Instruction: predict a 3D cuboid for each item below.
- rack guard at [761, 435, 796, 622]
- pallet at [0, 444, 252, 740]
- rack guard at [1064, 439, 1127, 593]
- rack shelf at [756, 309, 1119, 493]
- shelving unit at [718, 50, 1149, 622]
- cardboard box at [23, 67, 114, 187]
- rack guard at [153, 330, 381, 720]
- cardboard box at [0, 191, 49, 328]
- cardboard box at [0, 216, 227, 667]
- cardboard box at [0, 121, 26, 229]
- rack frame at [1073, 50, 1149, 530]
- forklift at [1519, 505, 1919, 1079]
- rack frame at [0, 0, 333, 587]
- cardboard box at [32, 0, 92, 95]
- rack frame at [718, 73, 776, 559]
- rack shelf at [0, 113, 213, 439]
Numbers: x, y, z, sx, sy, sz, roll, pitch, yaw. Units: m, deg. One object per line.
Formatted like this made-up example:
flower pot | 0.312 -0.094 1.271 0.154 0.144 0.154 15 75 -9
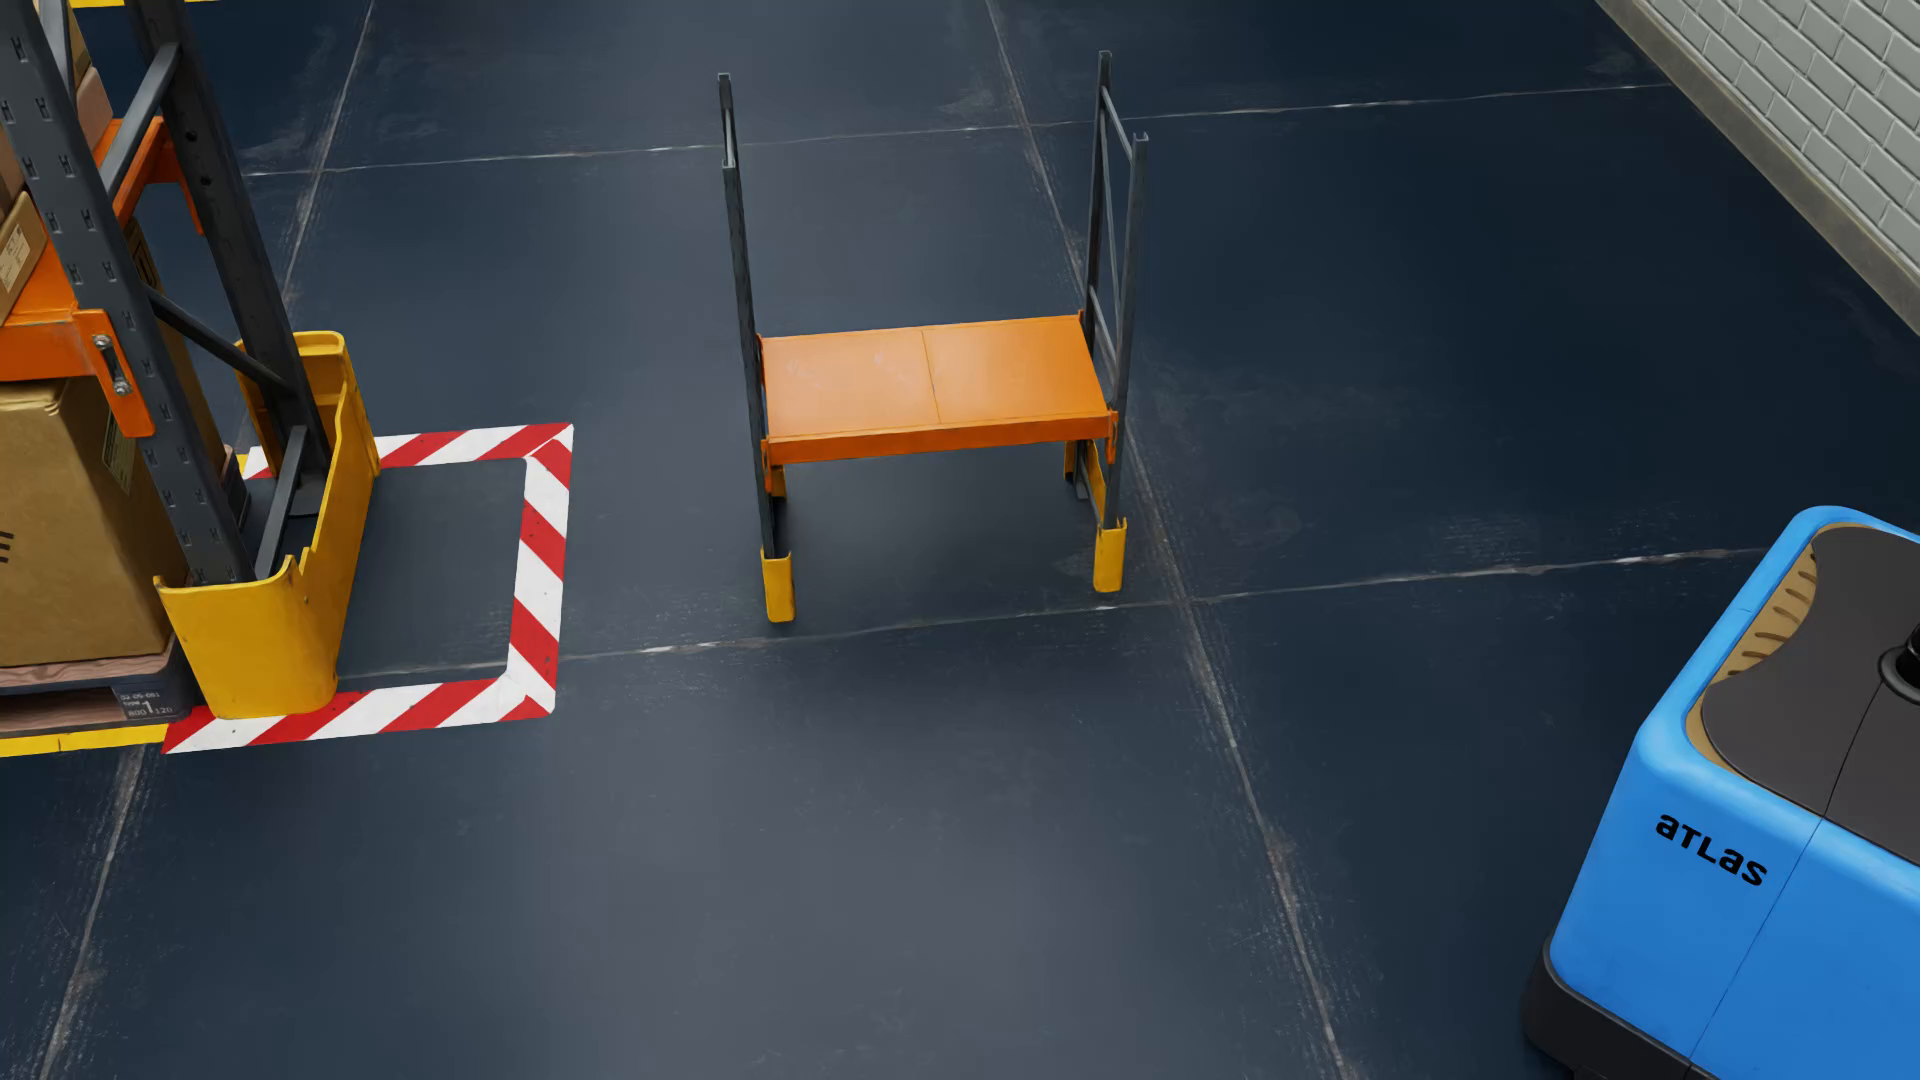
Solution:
rack guard | -0.569 -0.043 5.111 0.087 0.250 0.587 -5 42 -6
pallet | -2.834 0.155 4.921 1.213 0.211 1.003 -5 42 -6
rack guard | 0.418 -0.129 5.207 0.087 0.250 0.587 -5 42 -6
rack shelf | -0.085 -0.416 4.860 1.000 0.185 0.538 -5 42 -6
shelving unit | -0.076 -0.550 4.740 1.083 1.500 0.587 -5 42 -6
cardboard box | -2.446 -1.097 4.414 0.250 0.149 0.380 -5 42 -5
rack guard | -2.027 -0.076 4.961 0.348 0.500 1.175 -5 42 -6
cardboard box | -2.362 -0.659 3.929 0.250 0.149 0.380 -4 42 -5
cardboard box | -2.675 -0.260 4.572 0.875 0.875 0.875 -5 42 -6
cardboard box | -2.497 -0.838 3.830 0.500 0.250 0.500 -6 42 -6
rack frame | 0.419 -0.594 4.788 0.032 1.500 0.500 -5 42 -6
forklift | 2.759 0.492 2.516 3.031 2.935 1.130 30 50 29
rack frame | -2.051 -1.002 4.121 0.127 3.000 1.000 -5 42 -6
cardboard box | -2.562 -1.194 4.224 0.500 0.250 0.500 -6 42 -7
rack frame | -0.589 -0.505 4.691 0.032 1.500 0.500 -5 42 -6
rack shelf | -4.034 -0.561 4.170 4.000 0.370 1.077 -5 42 -6
